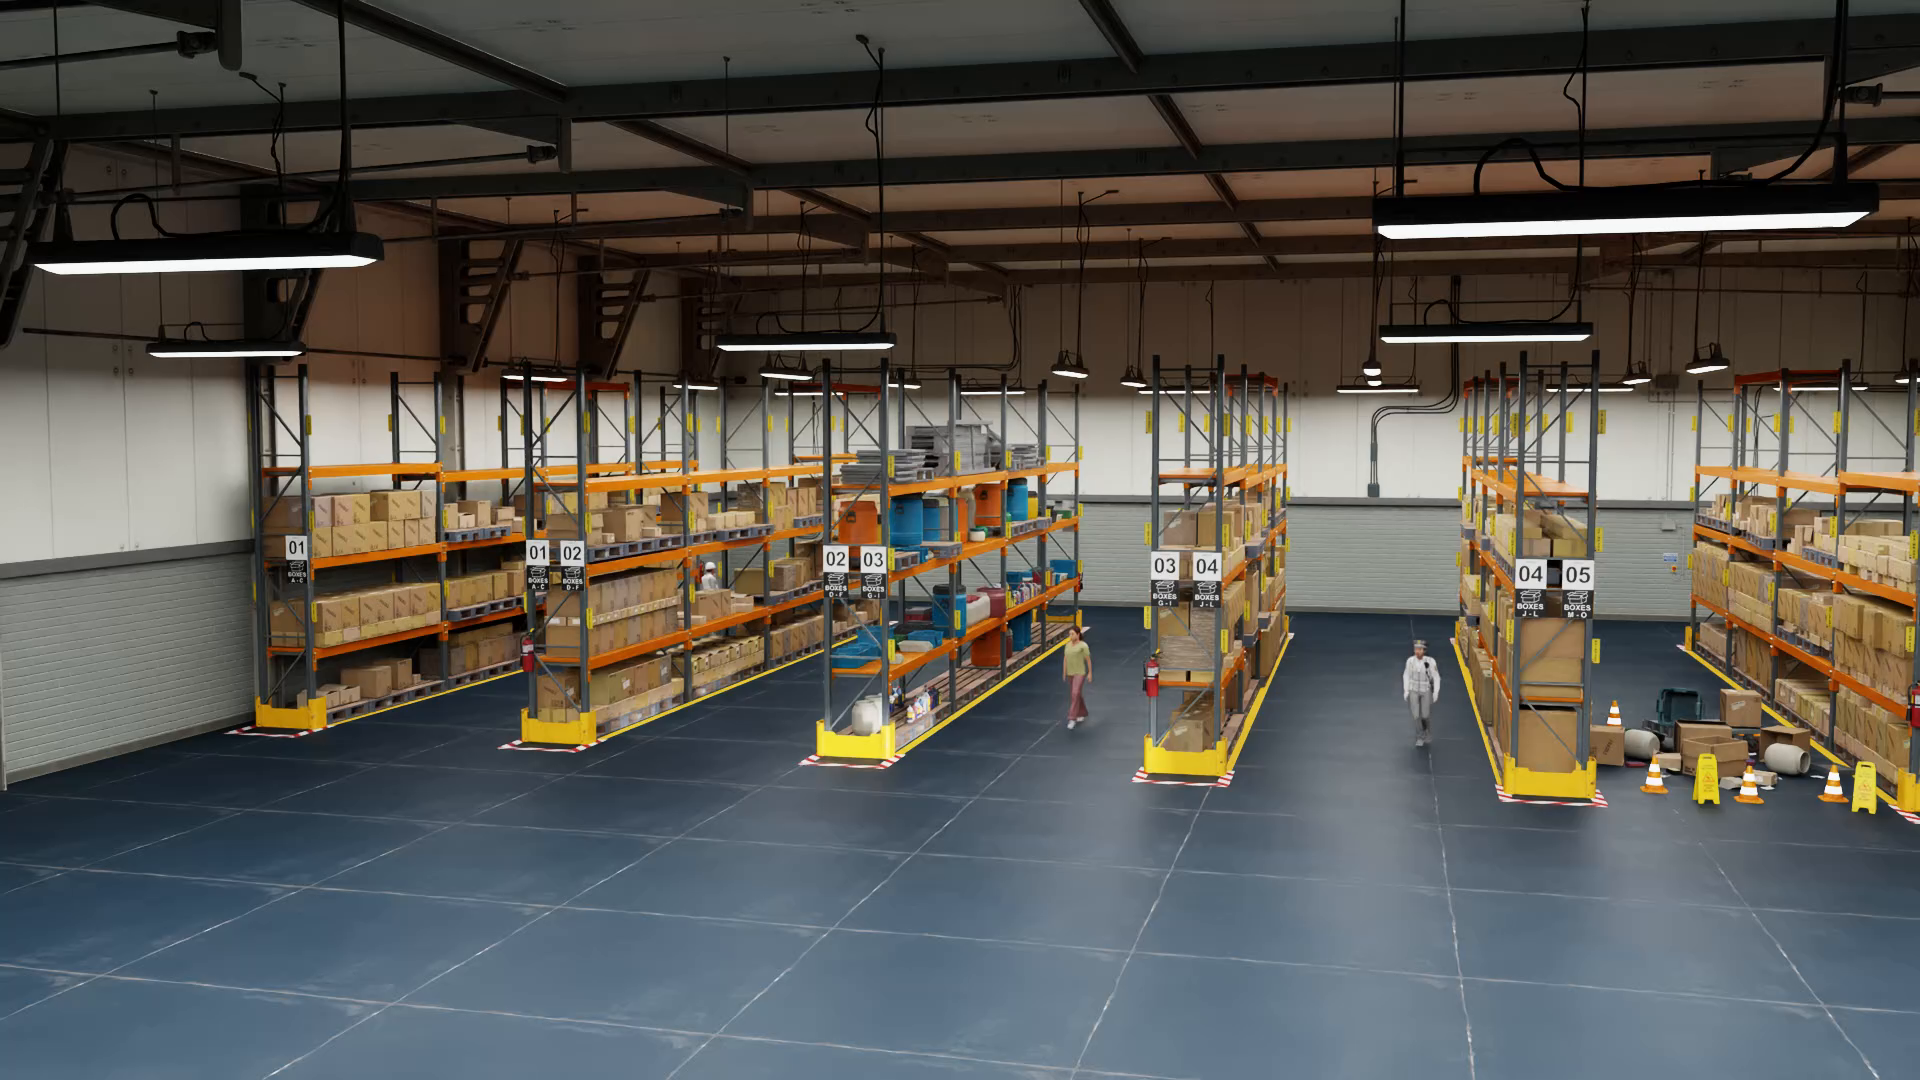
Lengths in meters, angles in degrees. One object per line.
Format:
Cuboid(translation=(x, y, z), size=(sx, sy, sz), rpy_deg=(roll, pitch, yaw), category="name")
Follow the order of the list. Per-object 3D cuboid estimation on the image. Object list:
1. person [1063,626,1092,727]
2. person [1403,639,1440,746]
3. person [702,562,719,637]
Cuboid(translation=(1.895, 2.253, 27.705), size=(0.913, 1.632, 0.513), rpy_deg=(-4, 5, -43), category="person")
Cuboid(translation=(7.192, 2.386, 25.982), size=(0.567, 1.700, 0.396), rpy_deg=(2, 5, 31), category="person")
Cuboid(translation=(-5.922, 1.410, 39.290), size=(0.465, 1.778, 0.569), rpy_deg=(-2, 5, -31), category="person")
